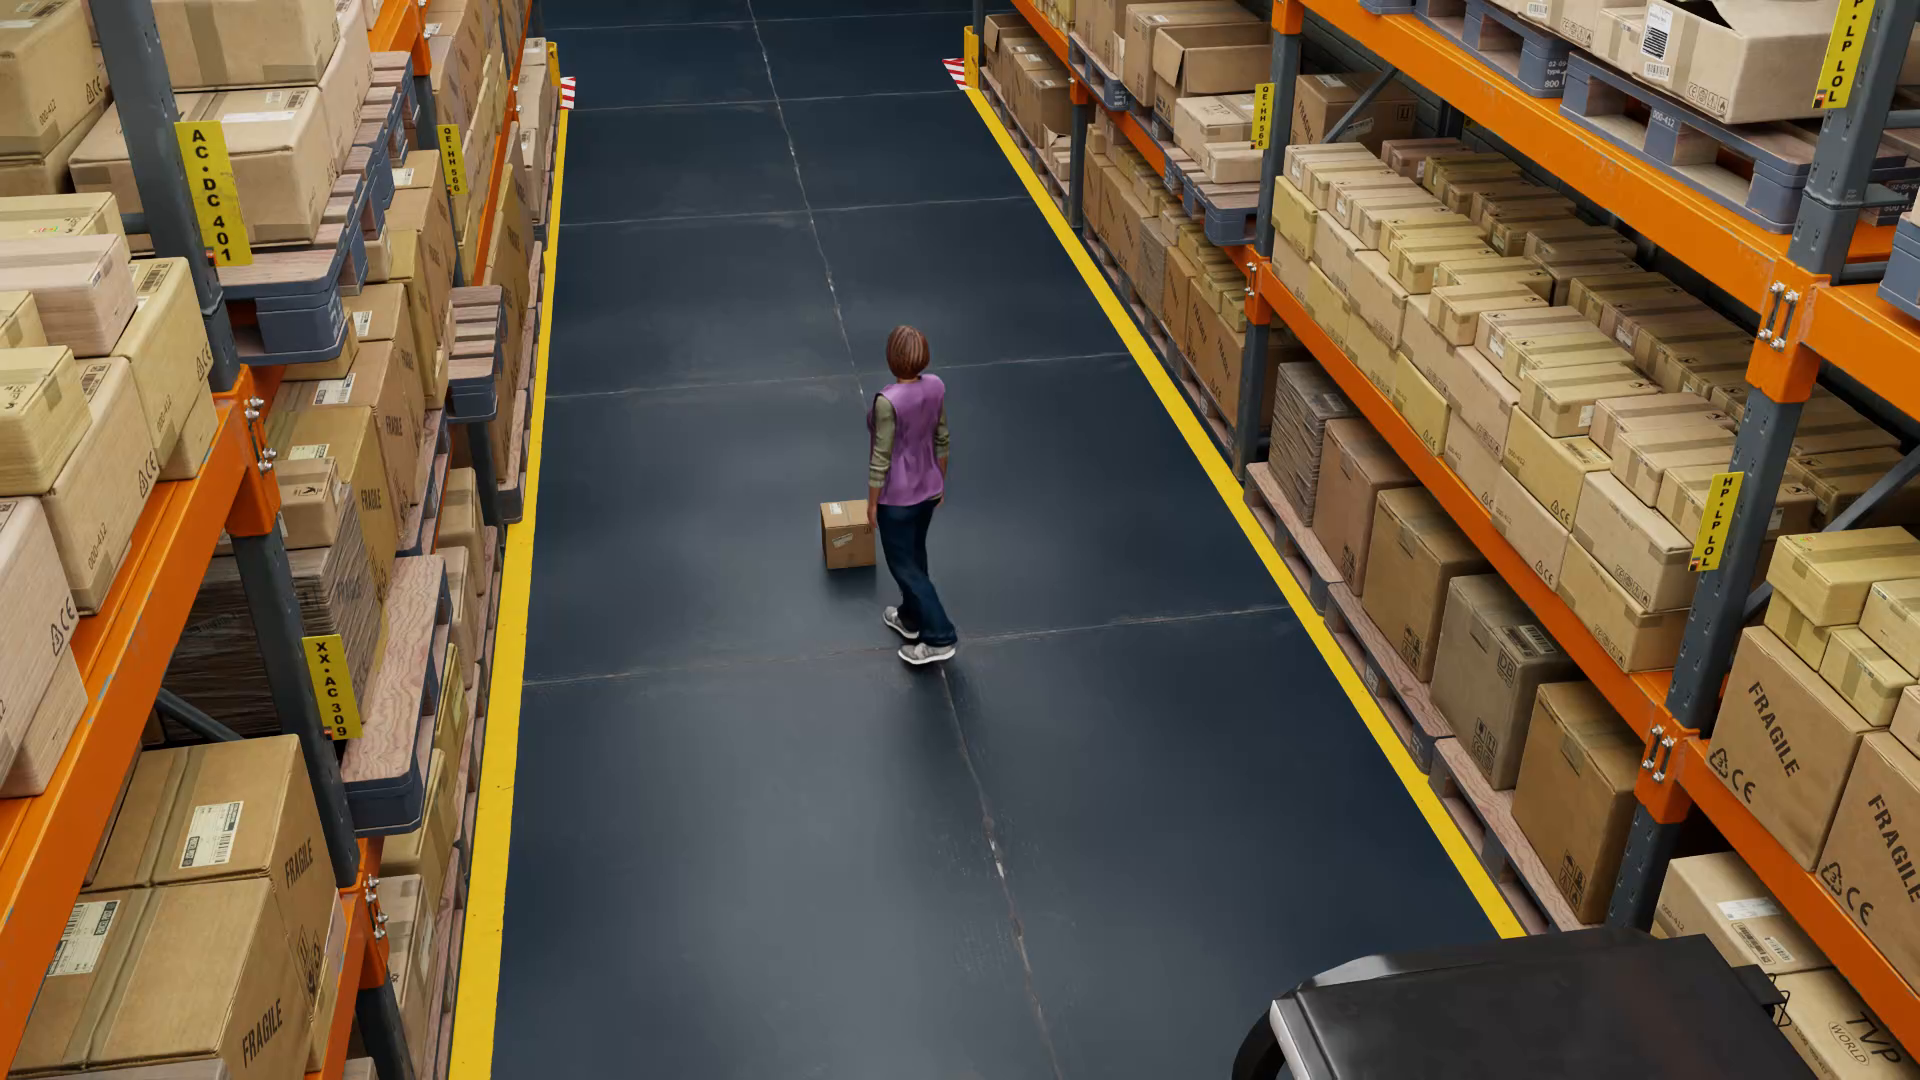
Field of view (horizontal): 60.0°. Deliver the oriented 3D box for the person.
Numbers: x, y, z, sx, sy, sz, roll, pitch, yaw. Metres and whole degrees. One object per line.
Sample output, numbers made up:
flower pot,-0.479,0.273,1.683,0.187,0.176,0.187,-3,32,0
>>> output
person,-0.206,-0.181,7.462,0.557,1.572,0.430,26,40,36
